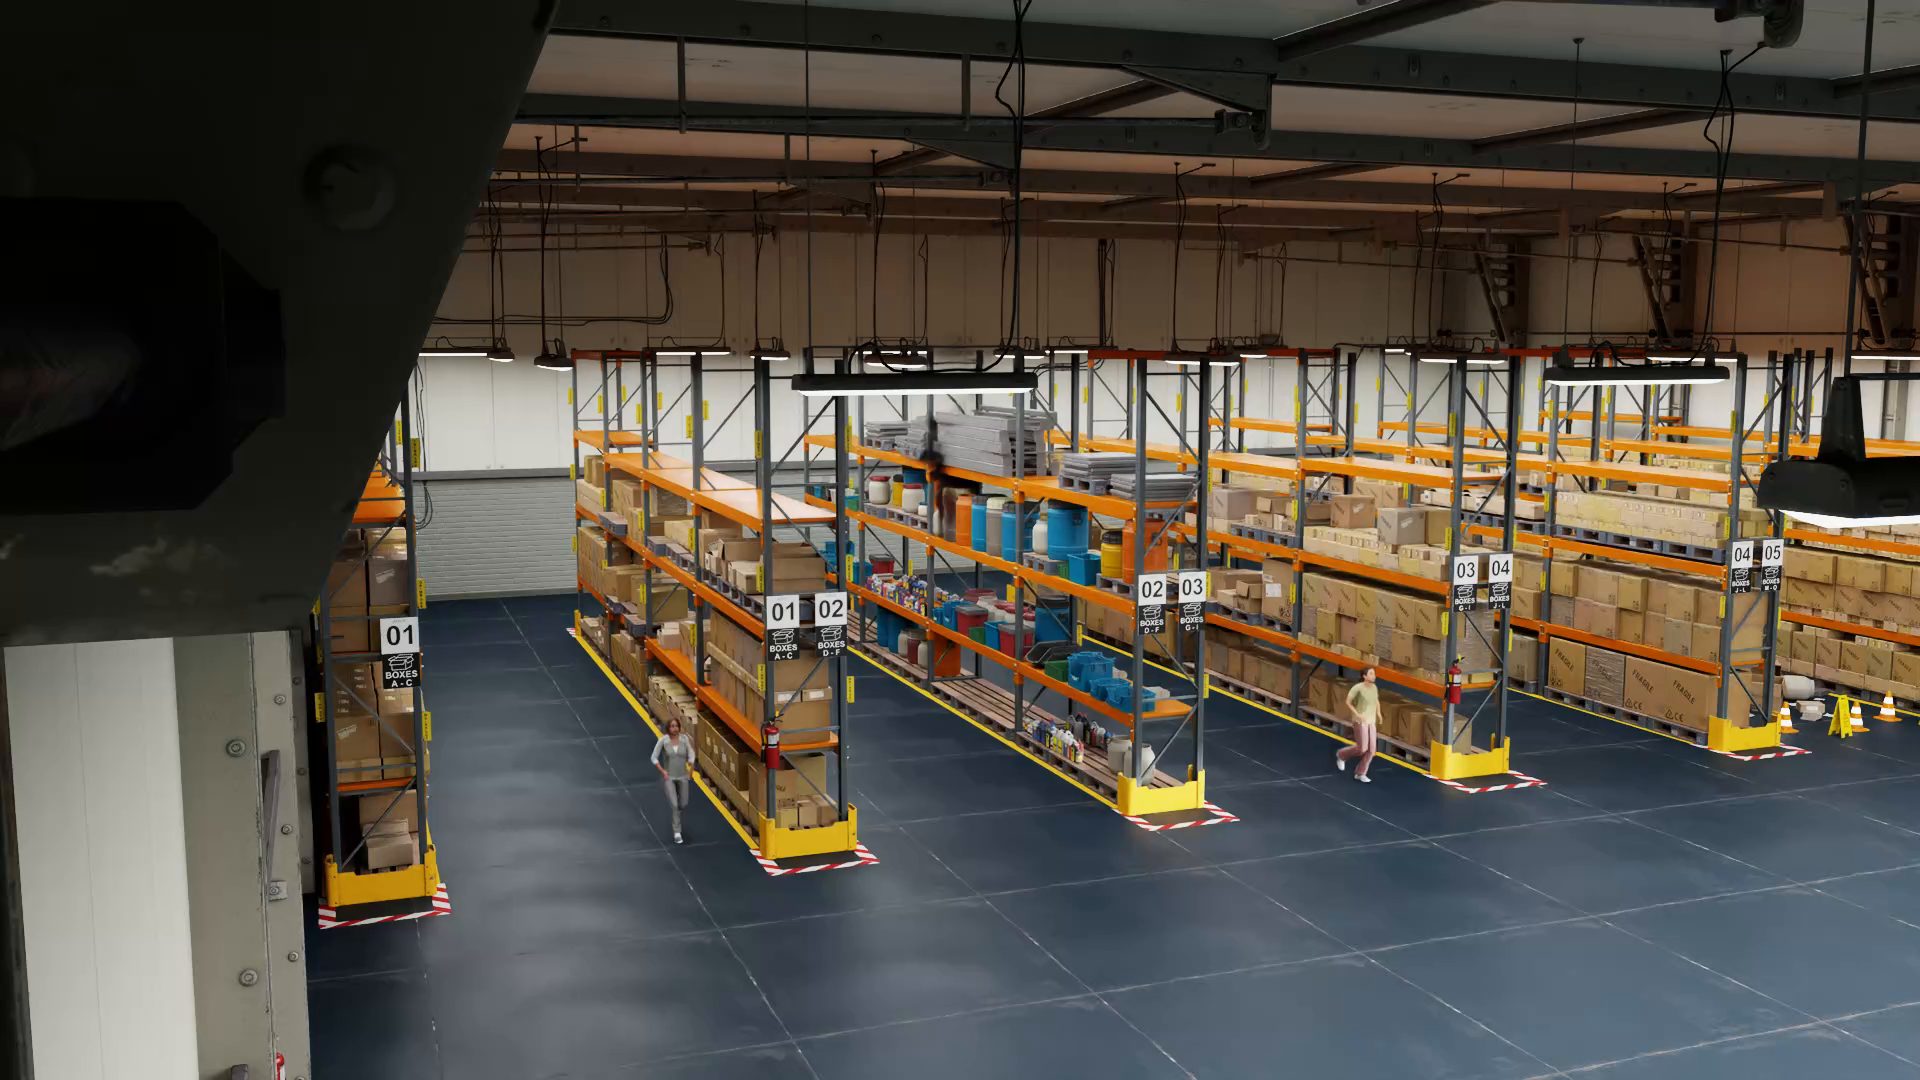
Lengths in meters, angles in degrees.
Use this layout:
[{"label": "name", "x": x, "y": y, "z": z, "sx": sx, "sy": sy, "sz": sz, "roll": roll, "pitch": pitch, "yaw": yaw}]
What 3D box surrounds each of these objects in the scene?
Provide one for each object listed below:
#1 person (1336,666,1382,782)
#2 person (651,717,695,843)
[{"label": "person", "x": 5.754, "y": 2.585, "z": 23.723, "sx": 0.610, "sy": 1.623, "sz": 0.636, "roll": -4, "pitch": 8, "yaw": -31}, {"label": "person", "x": -3.604, "y": 2.980, "z": 20.903, "sx": 0.563, "sy": 1.570, "sz": 0.578, "roll": -3, "pitch": 8, "yaw": -22}]
